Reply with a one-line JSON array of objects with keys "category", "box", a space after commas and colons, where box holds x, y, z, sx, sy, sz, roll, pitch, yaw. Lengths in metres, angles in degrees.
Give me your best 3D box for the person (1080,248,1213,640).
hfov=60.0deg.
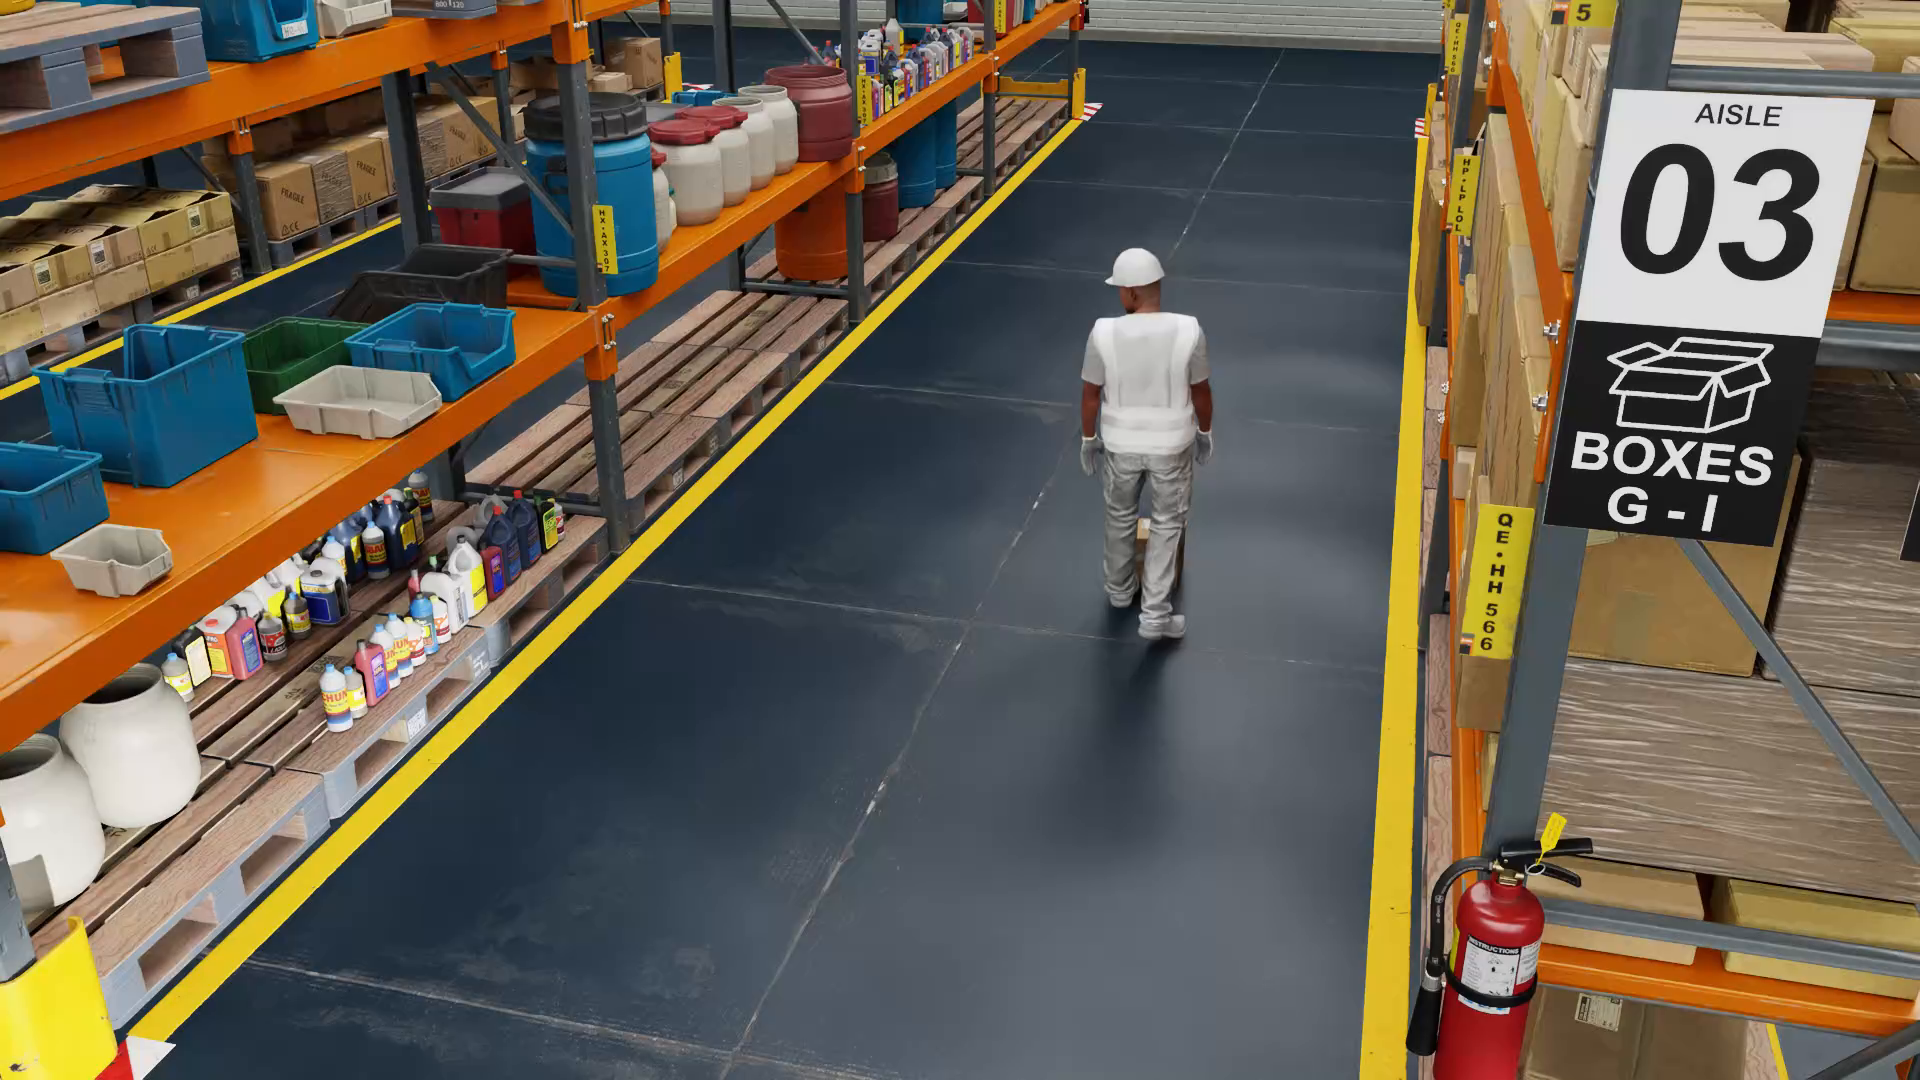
[{"category": "person", "box": [0.845, -0.449, 7.531, 0.582, 1.783, 0.709, 6, 26, 13]}]
